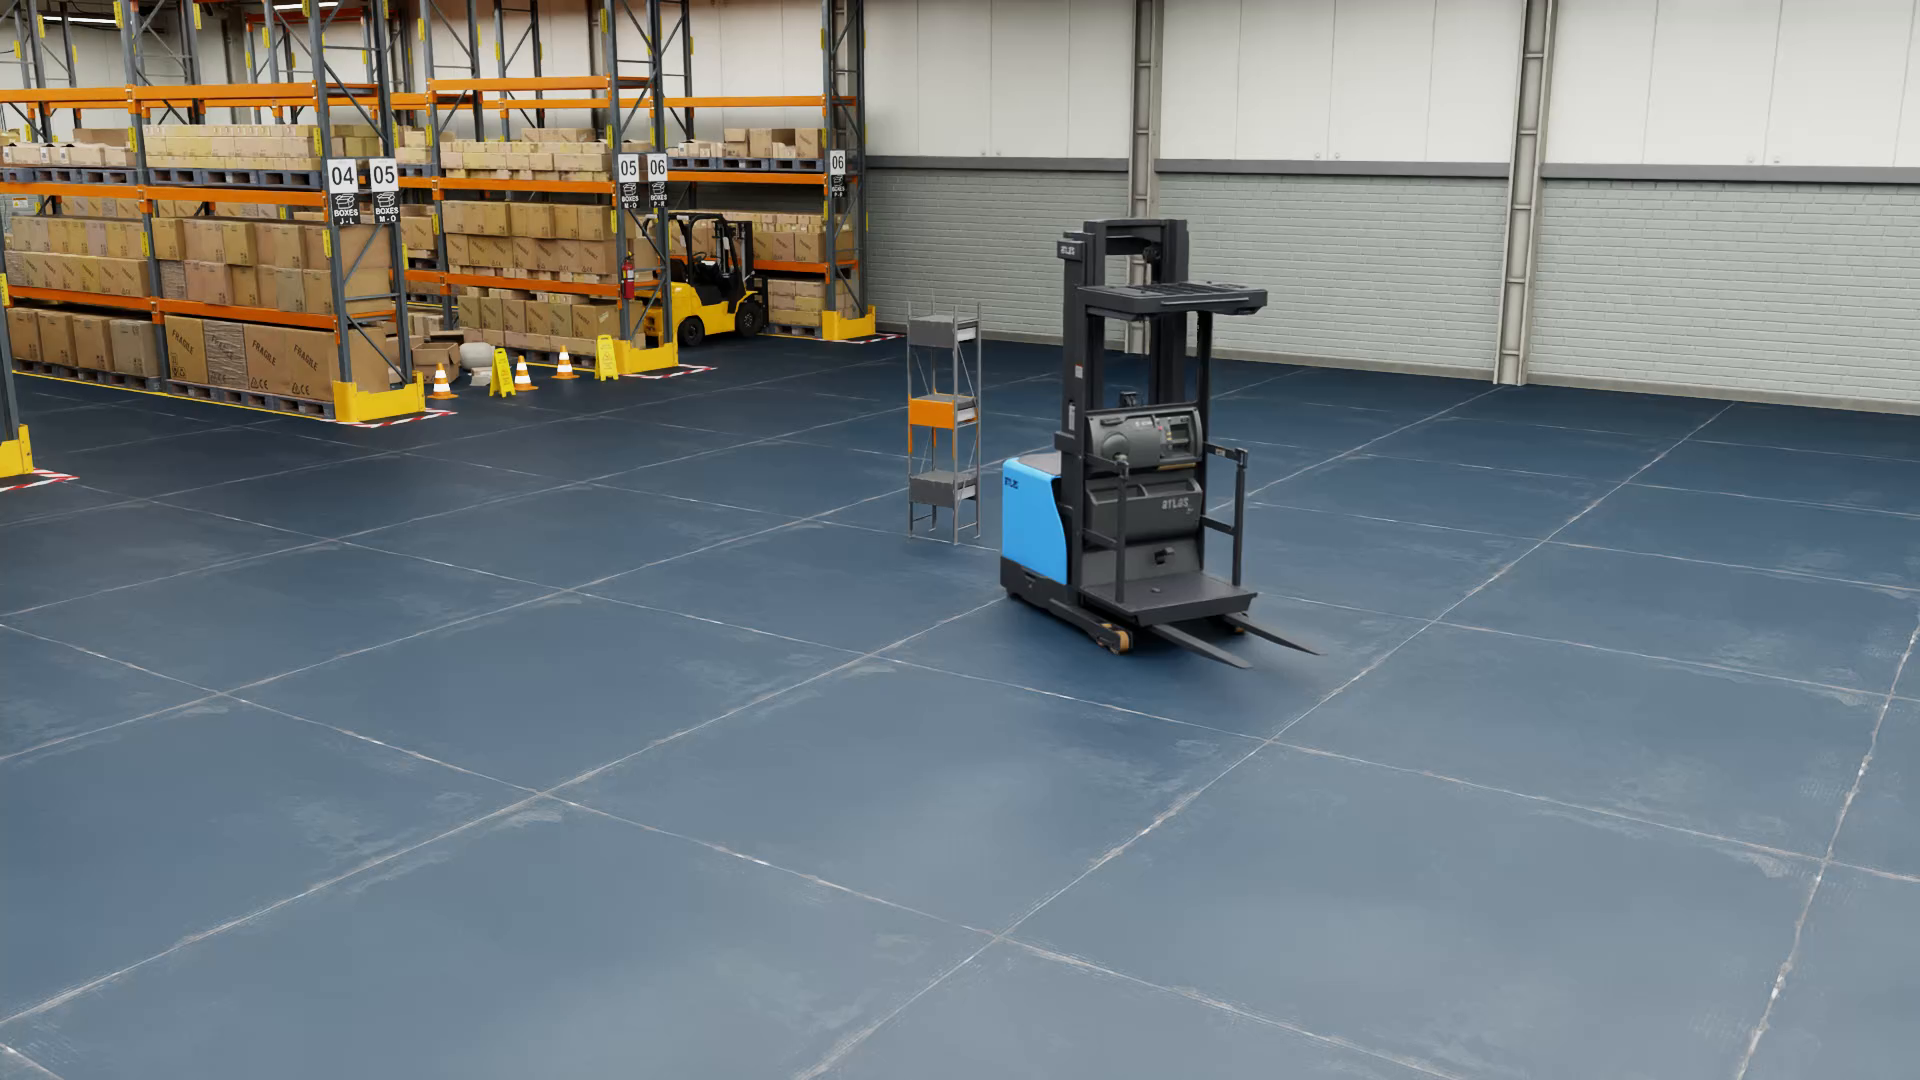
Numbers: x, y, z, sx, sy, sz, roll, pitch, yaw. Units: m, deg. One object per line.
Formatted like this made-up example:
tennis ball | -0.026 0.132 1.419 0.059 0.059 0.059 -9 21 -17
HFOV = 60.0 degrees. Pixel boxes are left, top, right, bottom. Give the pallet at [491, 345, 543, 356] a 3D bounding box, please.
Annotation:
pallet | -7.481 -3.154 27.127 1.213 0.211 1.003 9 17 33

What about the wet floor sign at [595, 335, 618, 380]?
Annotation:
wet floor sign | -5.179 -2.673 24.278 0.267 0.644 0.232 -10 17 -35

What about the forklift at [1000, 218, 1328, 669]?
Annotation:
forklift | 1.431 -0.749 11.750 1.130 2.935 3.031 -7 16 -26

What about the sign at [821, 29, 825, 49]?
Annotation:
sign | -2.287 -8.342 27.688 0.005 0.325 0.100 9 17 33

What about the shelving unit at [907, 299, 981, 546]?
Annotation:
shelving unit | -0.137 -1.041 14.661 0.503 2.100 0.431 9 17 33

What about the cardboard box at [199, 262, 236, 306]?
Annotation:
cardboard box | -9.573 -3.451 22.210 0.550 0.550 0.875 9 17 33

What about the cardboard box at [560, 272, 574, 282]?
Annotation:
cardboard box | -5.872 -4.019 25.340 0.250 0.149 0.380 10 17 34

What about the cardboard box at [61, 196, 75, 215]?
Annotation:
cardboard box | -17.344 -6.545 32.732 0.500 0.500 0.500 9 16 31

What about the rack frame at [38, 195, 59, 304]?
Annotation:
rack frame | -18.015 -6.200 33.628 0.127 3.000 1.000 9 17 33

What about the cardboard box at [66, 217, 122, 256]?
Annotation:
cardboard box | -12.418 -4.394 24.043 0.500 0.500 0.700 9 17 32

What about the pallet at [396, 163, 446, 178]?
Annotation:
pallet | -8.511 -6.060 27.209 1.003 0.211 1.213 9 17 33

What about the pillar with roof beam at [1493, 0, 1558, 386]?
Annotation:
pillar with roof beam | 5.508 -5.762 19.374 0.400 9.000 9.100 9 17 33

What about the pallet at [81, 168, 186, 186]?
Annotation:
pallet | -11.525 -5.067 23.205 1.217 0.209 0.805 8 16 31

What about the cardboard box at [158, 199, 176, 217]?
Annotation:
cardboard box | -14.492 -6.081 30.859 0.500 0.500 0.500 9 17 33

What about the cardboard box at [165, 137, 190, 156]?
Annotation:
cardboard box | -10.068 -5.182 21.882 0.500 0.250 0.500 9 17 32

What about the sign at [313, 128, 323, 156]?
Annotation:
sign | -7.732 -4.795 20.031 0.005 0.325 0.100 9 17 33

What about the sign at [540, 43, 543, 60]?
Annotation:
sign | -8.303 -9.671 32.891 0.005 0.325 0.100 9 17 33

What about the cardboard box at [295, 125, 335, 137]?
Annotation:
cardboard box | -7.887 -5.005 20.339 0.250 0.149 0.380 9 17 33

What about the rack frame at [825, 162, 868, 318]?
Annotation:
rack frame | -1.972 -5.045 28.960 0.127 3.000 1.000 9 17 33

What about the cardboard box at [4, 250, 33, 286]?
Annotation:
cardboard box | -13.834 -4.061 24.780 0.500 0.500 0.500 9 17 33

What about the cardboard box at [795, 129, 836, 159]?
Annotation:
cardboard box | -2.475 -6.813 28.569 0.500 0.500 0.500 10 17 35

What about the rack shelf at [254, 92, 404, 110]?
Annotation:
rack shelf | -13.589 -9.484 35.911 4.000 0.370 1.077 9 17 33

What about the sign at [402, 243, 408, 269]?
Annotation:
sign | -7.103 -3.623 21.248 0.005 0.325 0.100 9 17 33

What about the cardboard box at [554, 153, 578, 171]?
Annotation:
cardboard box | -5.723 -5.668 24.926 0.500 0.250 0.500 9 16 32

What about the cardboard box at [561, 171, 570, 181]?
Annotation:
cardboard box | -5.790 -5.497 25.068 0.250 0.149 0.380 9 17 33

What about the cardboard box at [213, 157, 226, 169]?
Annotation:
cardboard box | -9.362 -4.856 21.397 0.250 0.149 0.380 9 17 34

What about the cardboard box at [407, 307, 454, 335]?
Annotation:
cardboard box | -9.093 -3.685 28.061 0.625 0.372 0.950 10 17 36

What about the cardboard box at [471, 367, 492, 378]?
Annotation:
cardboard box | -6.953 -2.444 24.385 0.380 0.149 0.250 -7 15 -25

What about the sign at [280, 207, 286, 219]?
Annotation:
sign | -11.684 -5.578 28.706 0.005 0.325 0.100 9 17 33

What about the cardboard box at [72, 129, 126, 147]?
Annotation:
cardboard box | -12.457 -5.707 24.101 0.500 0.500 0.500 9 17 33

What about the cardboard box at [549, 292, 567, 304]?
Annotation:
cardboard box | -6.098 -3.728 25.579 0.250 0.149 0.380 10 17 34

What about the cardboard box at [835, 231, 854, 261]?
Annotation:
cardboard box | -2.228 -5.215 29.440 0.500 0.500 0.500 10 17 35

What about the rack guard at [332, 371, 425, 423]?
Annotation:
rack guard | -7.398 -1.837 21.206 0.348 0.500 1.175 9 17 33

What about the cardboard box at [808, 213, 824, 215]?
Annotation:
cardboard box | -2.557 -5.715 29.489 0.250 0.149 0.380 10 17 34

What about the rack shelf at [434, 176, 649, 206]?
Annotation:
rack shelf | -6.399 -5.430 25.770 4.000 0.370 1.077 9 17 33

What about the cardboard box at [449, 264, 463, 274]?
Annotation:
cardboard box | -7.976 -4.363 26.728 0.250 0.149 0.380 9 17 33

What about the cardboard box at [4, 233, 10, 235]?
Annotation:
cardboard box | -14.976 -4.703 25.991 0.250 0.149 0.380 8 16 30

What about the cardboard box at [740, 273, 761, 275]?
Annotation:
cardboard box | -3.934 -4.773 30.629 0.500 0.250 0.500 9 17 33

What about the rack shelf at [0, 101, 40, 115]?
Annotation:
rack shelf | -15.716 -6.764 25.749 4.000 0.370 1.077 9 17 33

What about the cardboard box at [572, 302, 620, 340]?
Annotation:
cardboard box | -5.549 -3.343 25.374 0.500 0.500 0.500 9 17 33

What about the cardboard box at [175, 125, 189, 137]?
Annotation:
cardboard box | -9.992 -5.345 21.714 0.250 0.149 0.380 9 16 32

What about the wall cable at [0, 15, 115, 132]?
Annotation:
wall cable | -20.885 -10.537 38.585 0.133 3.039 2.988 9 17 33

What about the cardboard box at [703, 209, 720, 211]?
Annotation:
cardboard box | -4.672 -6.065 30.902 0.250 0.149 0.380 9 16 31

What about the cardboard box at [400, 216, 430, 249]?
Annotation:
cardboard box | -8.982 -5.070 27.362 0.500 0.500 0.500 9 17 33

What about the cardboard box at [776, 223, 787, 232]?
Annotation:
cardboard box | -3.025 -5.510 29.280 0.250 0.149 0.380 9 17 32

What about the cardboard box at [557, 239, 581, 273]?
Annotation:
cardboard box | -5.756 -4.333 25.259 0.500 0.500 0.500 9 17 33

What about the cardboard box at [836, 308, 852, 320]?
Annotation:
cardboard box | -2.270 -4.019 29.664 0.500 0.250 0.500 9 17 33

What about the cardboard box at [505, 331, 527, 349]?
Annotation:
cardboard box | -6.828 -3.187 26.304 0.500 0.250 0.500 9 16 32

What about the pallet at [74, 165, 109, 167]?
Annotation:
pallet | -16.378 -7.352 32.224 1.213 0.211 1.003 9 17 33

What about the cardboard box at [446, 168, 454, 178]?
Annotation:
cardboard box | -7.935 -5.833 26.427 0.250 0.149 0.380 9 16 32

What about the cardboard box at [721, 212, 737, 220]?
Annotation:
cardboard box | -4.079 -5.830 29.956 0.250 0.149 0.380 9 17 33

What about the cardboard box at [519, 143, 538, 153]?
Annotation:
cardboard box | -6.476 -5.961 25.283 0.250 0.149 0.380 10 17 34

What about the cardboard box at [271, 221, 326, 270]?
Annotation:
cardboard box | -8.212 -3.764 21.226 0.550 0.550 0.875 9 17 33
